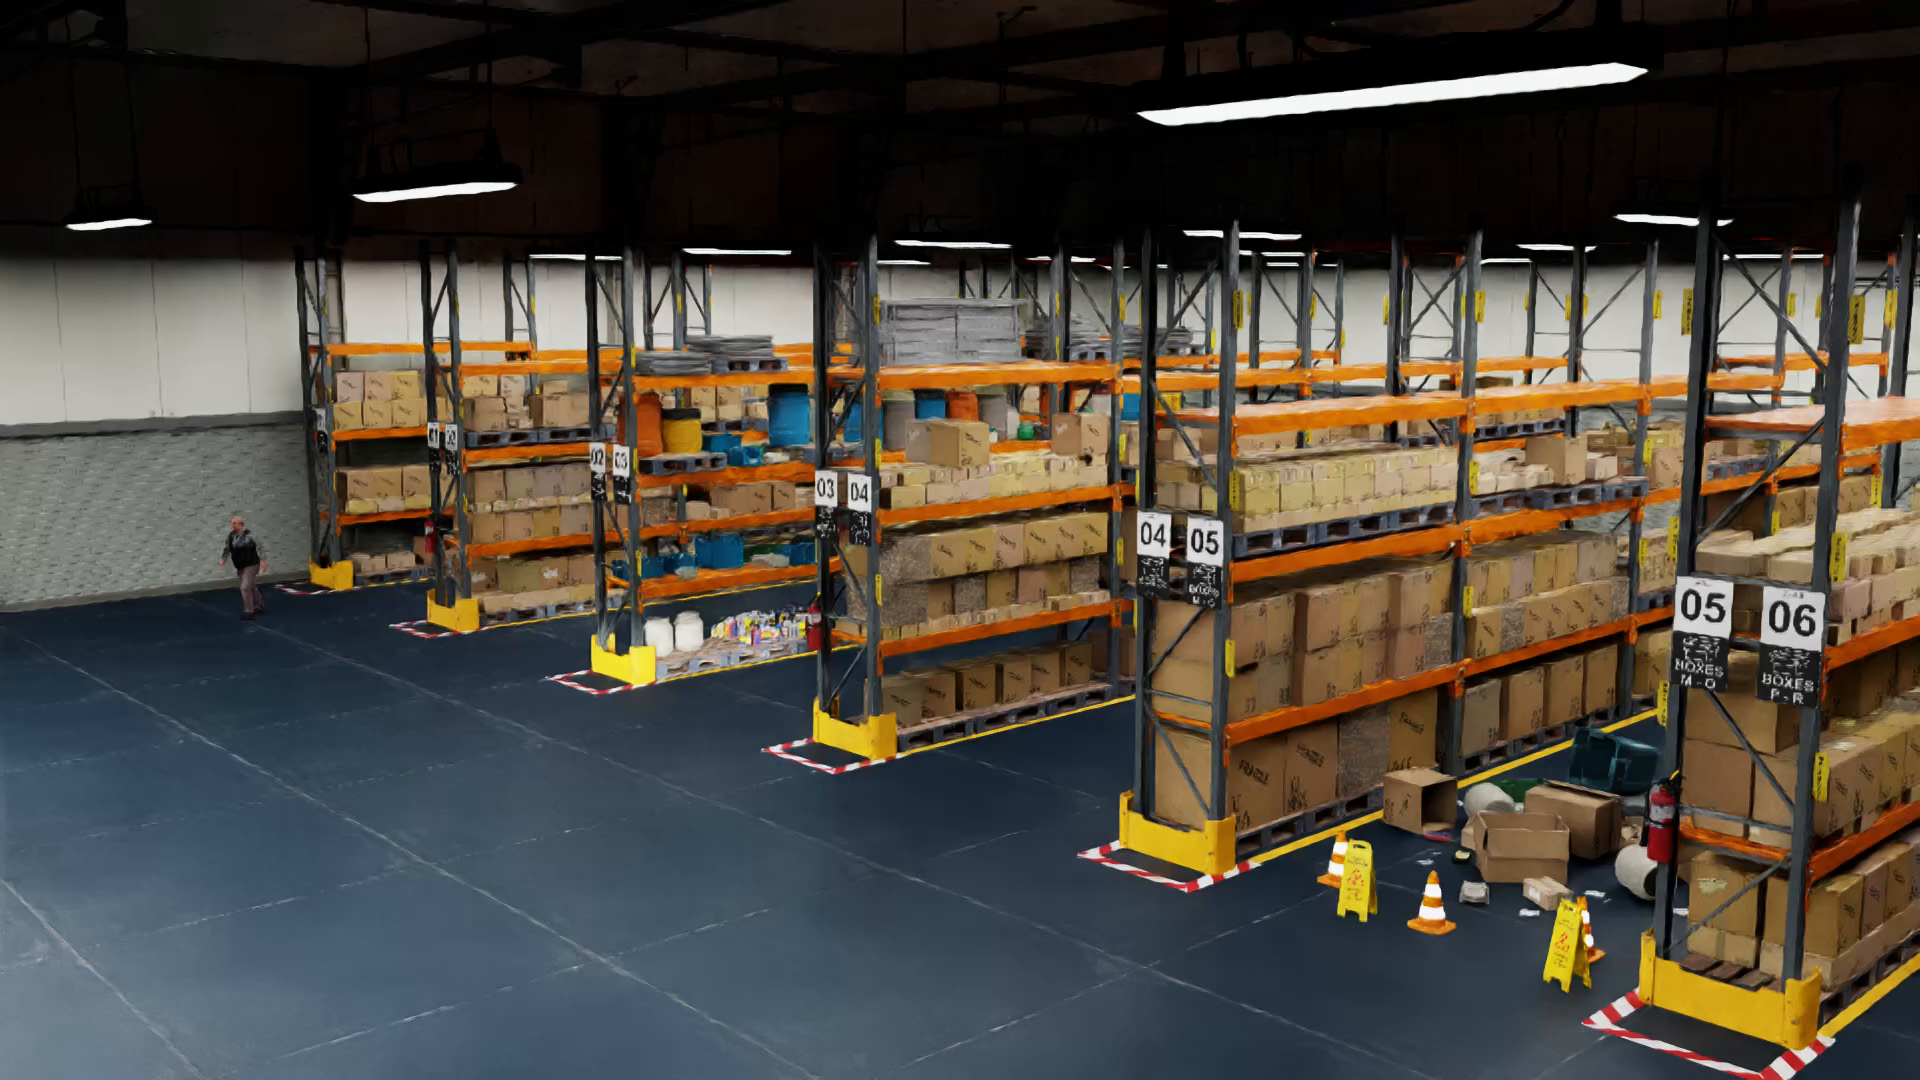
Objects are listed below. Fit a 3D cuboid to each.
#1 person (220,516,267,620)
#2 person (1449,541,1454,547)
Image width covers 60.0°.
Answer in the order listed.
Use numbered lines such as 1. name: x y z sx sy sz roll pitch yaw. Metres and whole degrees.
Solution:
1. person: -11.480 0.421 26.768 0.682 1.656 0.800 4 9 27
2. person: 7.219 0.803 24.059 0.677 1.725 0.574 8 12 44
